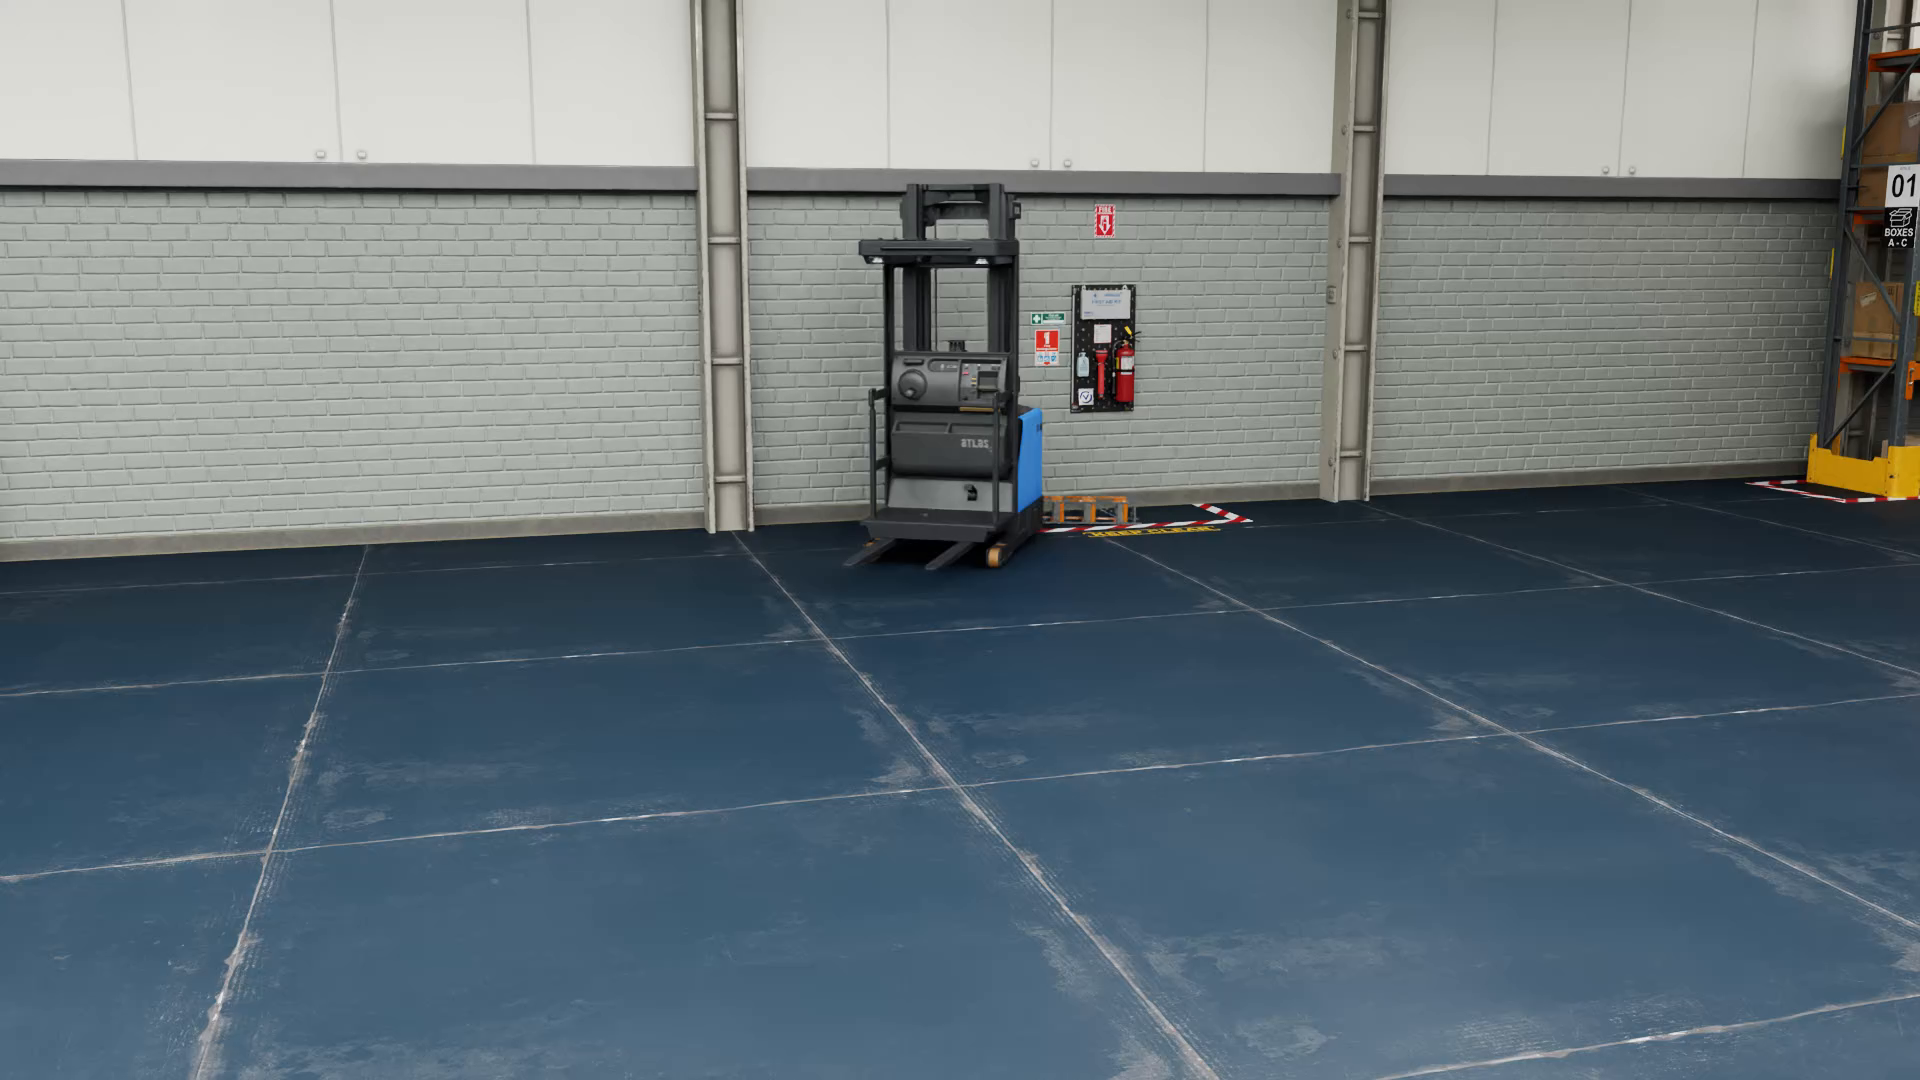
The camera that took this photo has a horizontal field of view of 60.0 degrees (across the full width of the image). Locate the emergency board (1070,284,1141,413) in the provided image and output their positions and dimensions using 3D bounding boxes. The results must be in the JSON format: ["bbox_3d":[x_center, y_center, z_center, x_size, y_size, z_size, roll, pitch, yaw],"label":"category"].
[{"bbox_3d":[1.358,-1.756,15.302,0.643,1.169,0.194,-3,11,-16],"label":"emergency board"}]

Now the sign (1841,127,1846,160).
[{"bbox_3d":[8.936,-4.001,16.764,0.005,0.325,0.100,-3,11,-16],"label":"sign"}]

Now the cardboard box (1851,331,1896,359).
[{"bbox_3d":[9.467,-1.986,16.909,0.500,0.250,0.500,-3,11,-15],"label":"cardboard box"}]

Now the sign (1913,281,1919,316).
[{"bbox_3d":[9.224,-2.324,15.995,0.005,0.325,0.100,-3,11,-16],"label":"sign"}]

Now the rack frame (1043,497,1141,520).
[{"bbox_3d":[1.097,-0.290,14.968,1.050,0.200,0.008,1,11,-1],"label":"rack frame"}]

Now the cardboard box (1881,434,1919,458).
[{"bbox_3d":[9.761,-0.906,16.895,0.500,0.311,0.500,-4,11,-22],"label":"cardboard box"}]

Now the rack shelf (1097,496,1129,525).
[{"bbox_3d":[1.371,-0.262,14.851,0.259,0.215,0.240,1,11,-1],"label":"rack shelf"}]

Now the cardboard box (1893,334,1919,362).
[{"bbox_3d":[9.629,-1.898,16.432,0.500,0.250,0.500,-3,11,-18],"label":"cardboard box"}]

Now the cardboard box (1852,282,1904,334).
[{"bbox_3d":[9.465,-2.358,16.860,0.500,0.500,0.500,-3,11,-17],"label":"cardboard box"}]

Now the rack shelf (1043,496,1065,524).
[{"bbox_3d":[0.809,-0.271,14.846,0.259,0.215,0.240,1,11,-1],"label":"rack shelf"}]

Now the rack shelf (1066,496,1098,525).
[{"bbox_3d":[1.087,-0.266,14.848,0.259,0.215,0.240,1,11,-1],"label":"rack shelf"}]

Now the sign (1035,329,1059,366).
[{"bbox_3d":[0.798,-1.764,15.245,0.234,0.329,0.001,-3,11,-16],"label":"sign"}]

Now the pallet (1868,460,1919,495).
[{"bbox_3d":[9.935,-0.660,17.049,1.213,0.211,1.003,-3,11,-16],"label":"pallet"}]

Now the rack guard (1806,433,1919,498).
[{"bbox_3d":[9.145,-0.767,16.833,0.348,0.500,1.175,-3,11,-16],"label":"rack guard"}]

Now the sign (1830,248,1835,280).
[{"bbox_3d":[8.936,-2.815,16.982,0.005,0.325,0.100,-3,11,-16],"label":"sign"}]

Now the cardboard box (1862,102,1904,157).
[{"bbox_3d":[9.413,-4.086,16.578,0.500,0.500,0.500,-3,11,-13],"label":"cardboard box"}]

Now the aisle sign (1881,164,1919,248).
[{"bbox_3d":[9.087,-3.215,16.047,0.004,0.787,0.394,-3,11,-16],"label":"aisle sign"}]

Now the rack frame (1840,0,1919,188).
[{"bbox_3d":[9.072,-4.943,16.043,0.127,3.000,1.000,-3,11,-16],"label":"rack frame"}]

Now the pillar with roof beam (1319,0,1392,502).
[{"bbox_3d":[4.945,-4.077,11.337,0.400,9.000,9.100,-3,11,-16],"label":"pillar with roof beam"}]

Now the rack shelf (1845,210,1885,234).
[{"bbox_3d":[10.992,-3.215,16.929,4.000,0.370,1.077,-3,11,-16],"label":"rack shelf"}]

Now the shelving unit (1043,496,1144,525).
[{"bbox_3d":[1.098,-0.266,14.848,1.050,0.215,0.252,1,11,-1],"label":"shelving unit"}]

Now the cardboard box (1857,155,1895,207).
[{"bbox_3d":[9.402,-3.592,16.657,0.500,0.500,0.500,-2,11,-12],"label":"cardboard box"}]

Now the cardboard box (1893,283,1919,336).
[{"bbox_3d":[9.614,-2.269,16.377,0.500,0.500,0.500,-3,11,-16],"label":"cardboard box"}]

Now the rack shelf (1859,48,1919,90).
[{"bbox_3d":[10.992,-4.689,16.658,4.000,0.370,1.077,-3,11,-16],"label":"rack shelf"}]

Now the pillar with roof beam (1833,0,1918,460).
[{"bbox_3d":[10.706,-4.381,12.987,0.400,9.000,9.100,-3,11,-16],"label":"pillar with roof beam"}]

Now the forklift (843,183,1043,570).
[{"bbox_3d":[-0.137,-1.296,12.990,1.130,2.935,3.031,3,11,14],"label":"forklift"}]

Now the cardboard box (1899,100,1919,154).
[{"bbox_3d":[9.510,-3.996,16.089,0.500,0.500,0.500,-4,11,-20],"label":"cardboard box"}]

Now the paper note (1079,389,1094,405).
[{"bbox_3d":[1.169,-1.326,15.399,0.142,0.148,0.016,-3,11,-16],"label":"paper note"}]

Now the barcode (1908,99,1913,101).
[{"bbox_3d":[9.614,-4.427,16.828,0.075,0.075,0.001,-3,11,-16],"label":"barcode"}]

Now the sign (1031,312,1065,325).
[{"bbox_3d":[0.805,-2.023,15.189,0.331,0.109,0.001,-3,11,-16],"label":"sign"}]

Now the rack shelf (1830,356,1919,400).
[{"bbox_3d":[10.992,-1.740,17.201,4.000,0.370,1.077,-3,11,-16],"label":"rack shelf"}]

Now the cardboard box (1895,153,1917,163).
[{"bbox_3d":[9.463,-3.500,16.159,0.500,0.500,0.500,-3,11,-14],"label":"cardboard box"}]

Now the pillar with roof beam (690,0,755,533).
[{"bbox_3d":[-0.816,-3.773,9.688,0.400,9.000,9.100,-3,11,-16],"label":"pillar with roof beam"}]

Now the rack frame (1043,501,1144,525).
[{"bbox_3d":[1.098,-0.242,14.729,1.050,0.200,0.008,1,11,-1],"label":"rack frame"}]

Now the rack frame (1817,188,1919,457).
[{"bbox_3d":[9.072,-1.993,16.586,0.127,3.000,1.000,-3,11,-16],"label":"rack frame"}]

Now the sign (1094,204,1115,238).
[{"bbox_3d":[1.322,-2.913,15.184,0.199,0.298,0.001,-3,11,-16],"label":"sign"}]
